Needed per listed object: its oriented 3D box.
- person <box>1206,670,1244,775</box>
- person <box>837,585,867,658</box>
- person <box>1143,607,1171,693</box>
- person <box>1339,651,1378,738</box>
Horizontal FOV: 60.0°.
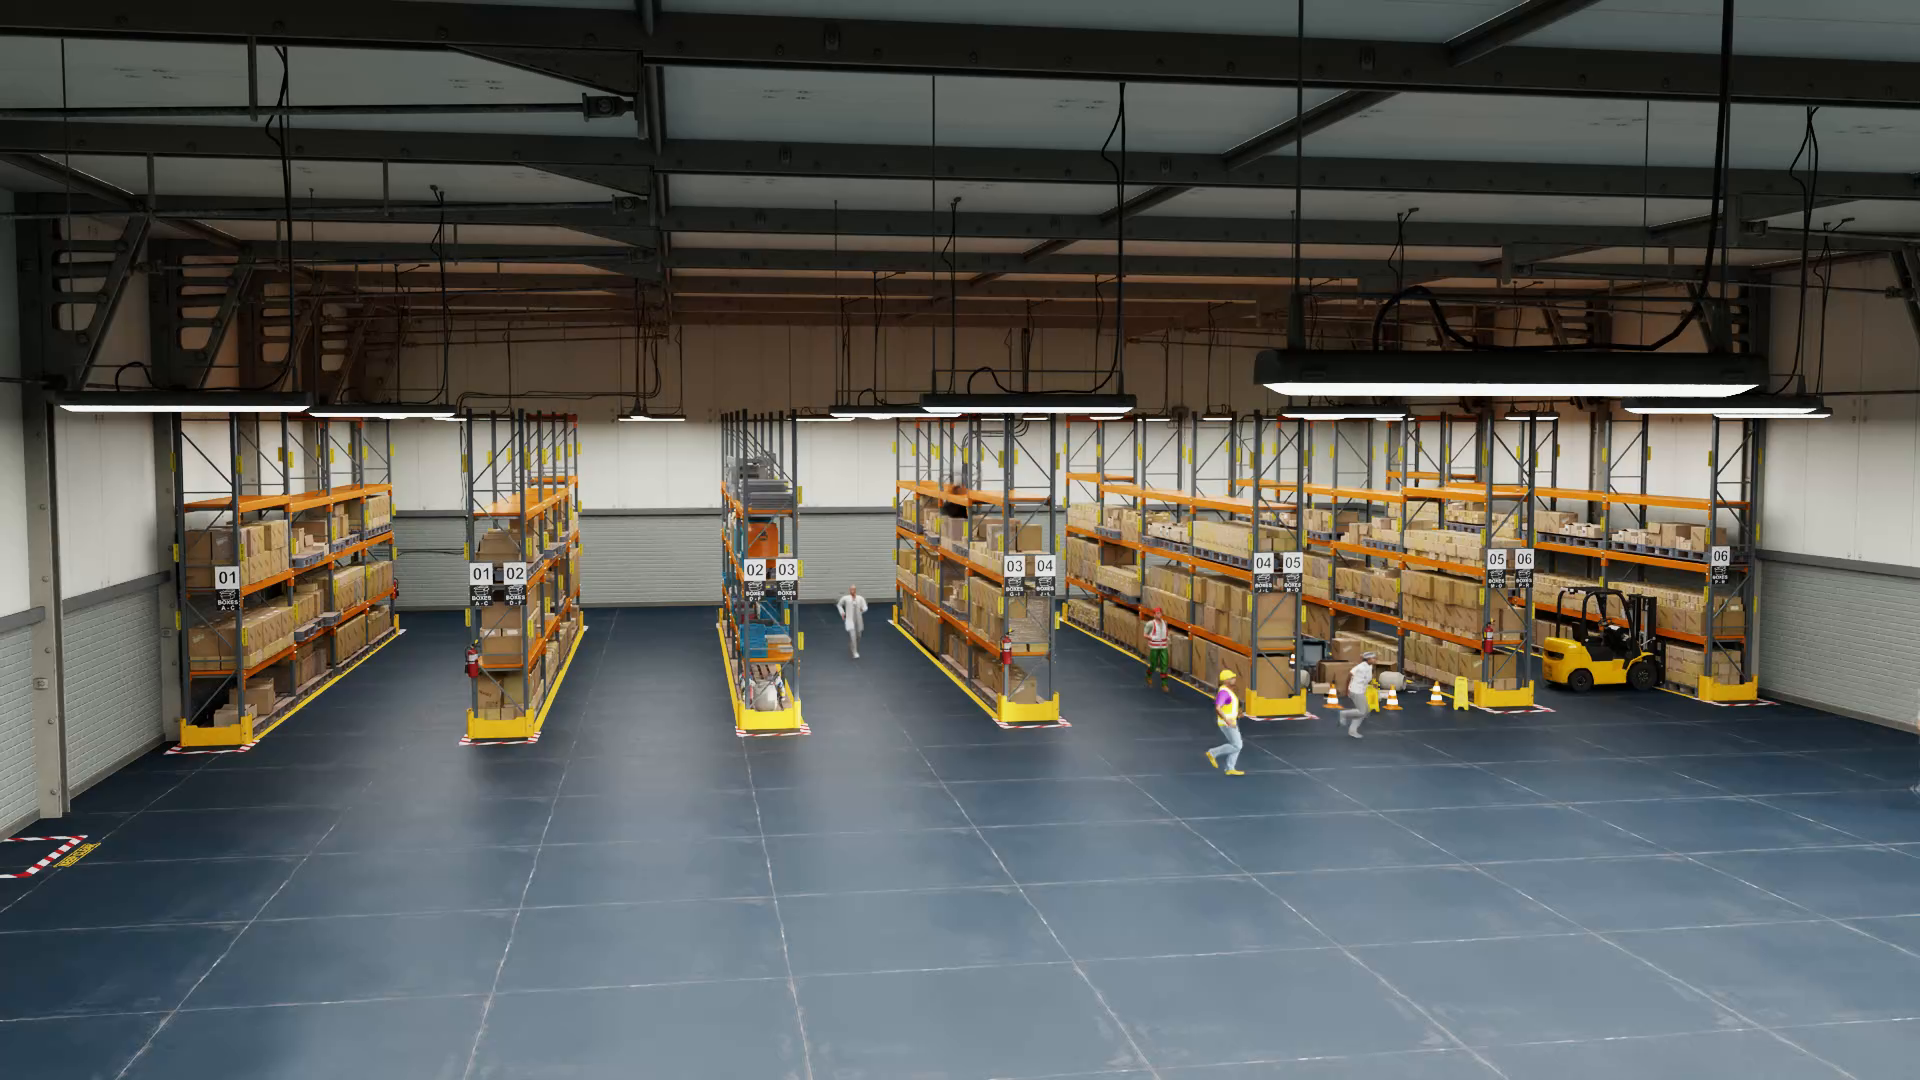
[{"bbox_3d":[4.327,2.974,27.084,0.618,1.724,0.718,1,4,13],"label":"person"},{"bbox_3d":[-2.608,1.988,40.752,0.715,1.754,0.961,-1,4,-20],"label":"person"},{"bbox_3d":[4.240,2.322,35.632,0.656,1.786,0.987,-1,4,-17],"label":"person"},{"bbox_3d":[7.310,2.812,30.463,0.694,1.618,0.563,2,5,28],"label":"person"}]
